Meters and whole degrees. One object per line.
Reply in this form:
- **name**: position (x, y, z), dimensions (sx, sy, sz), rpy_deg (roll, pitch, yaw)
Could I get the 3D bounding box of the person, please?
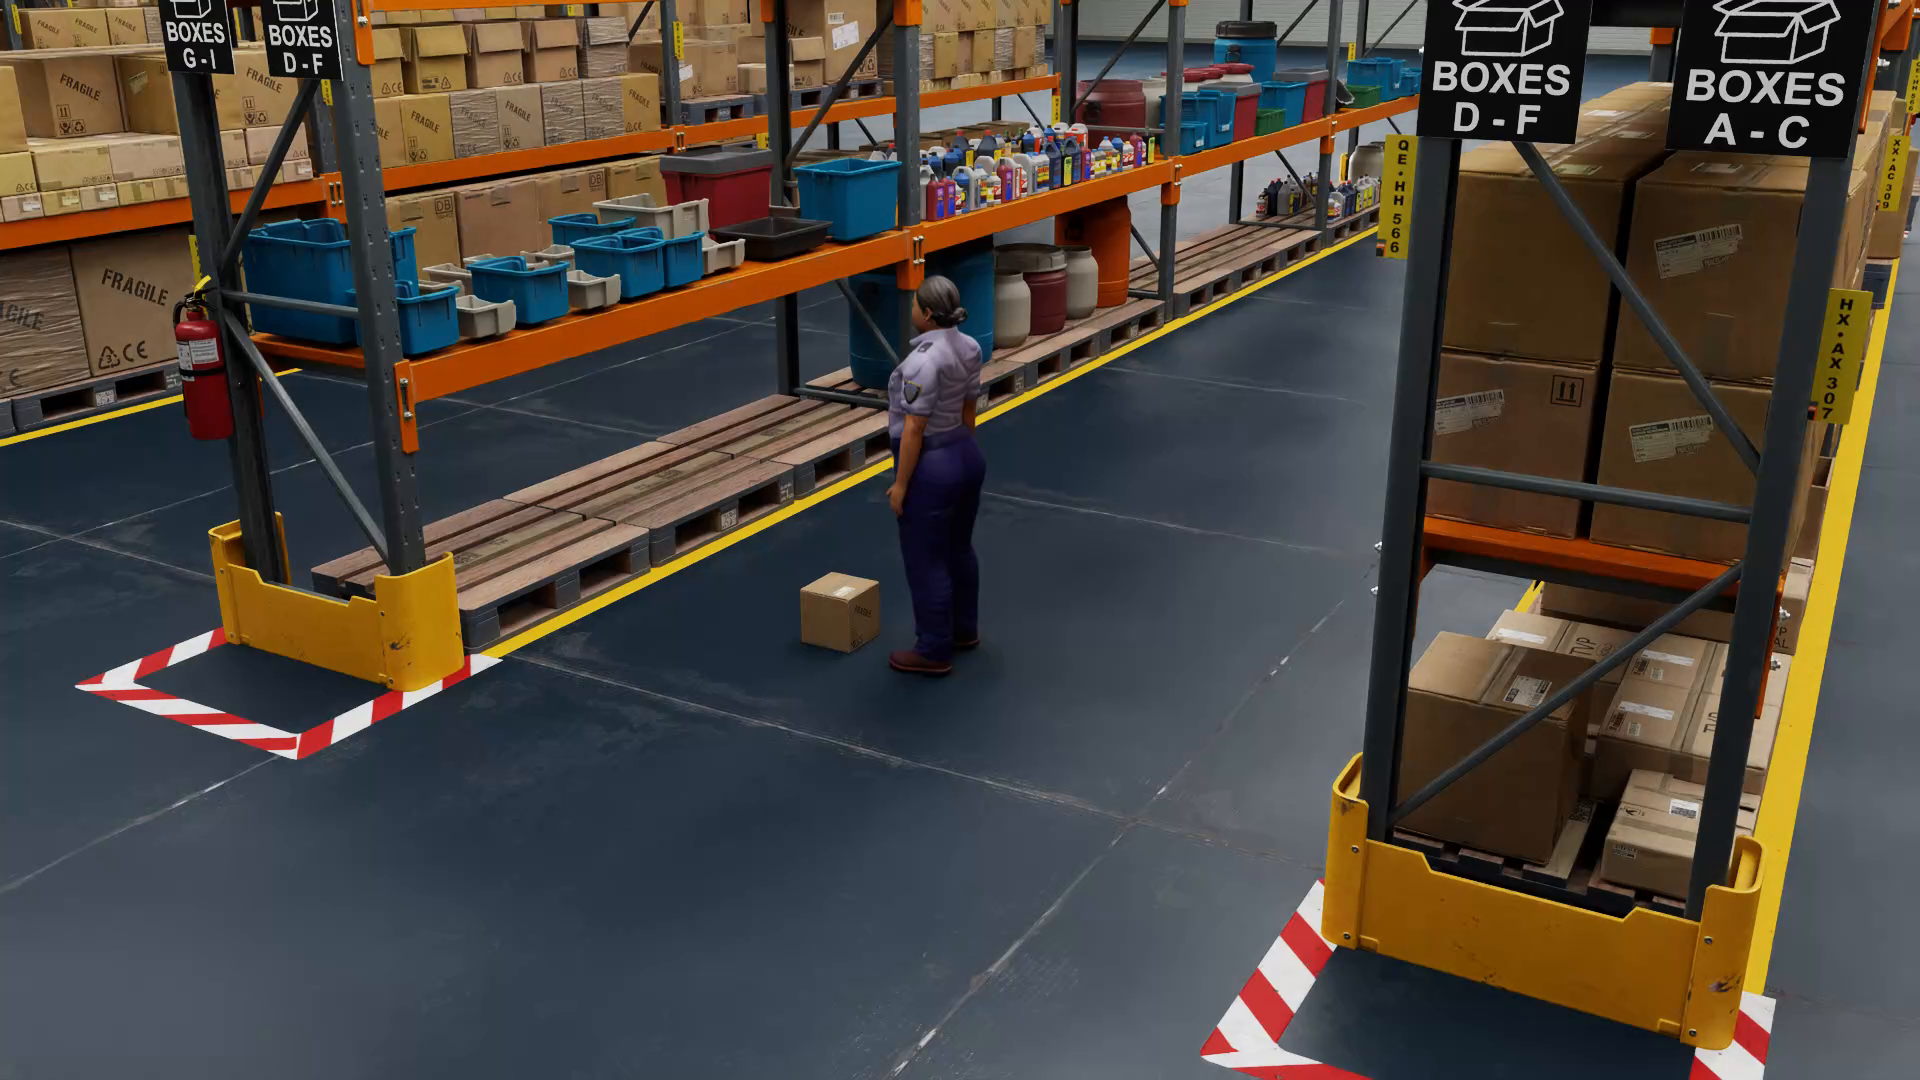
- **person**: position (-0.113, -0.259, 6.848), dimensions (0.367, 1.649, 0.493), rpy_deg (11, 22, 28)
